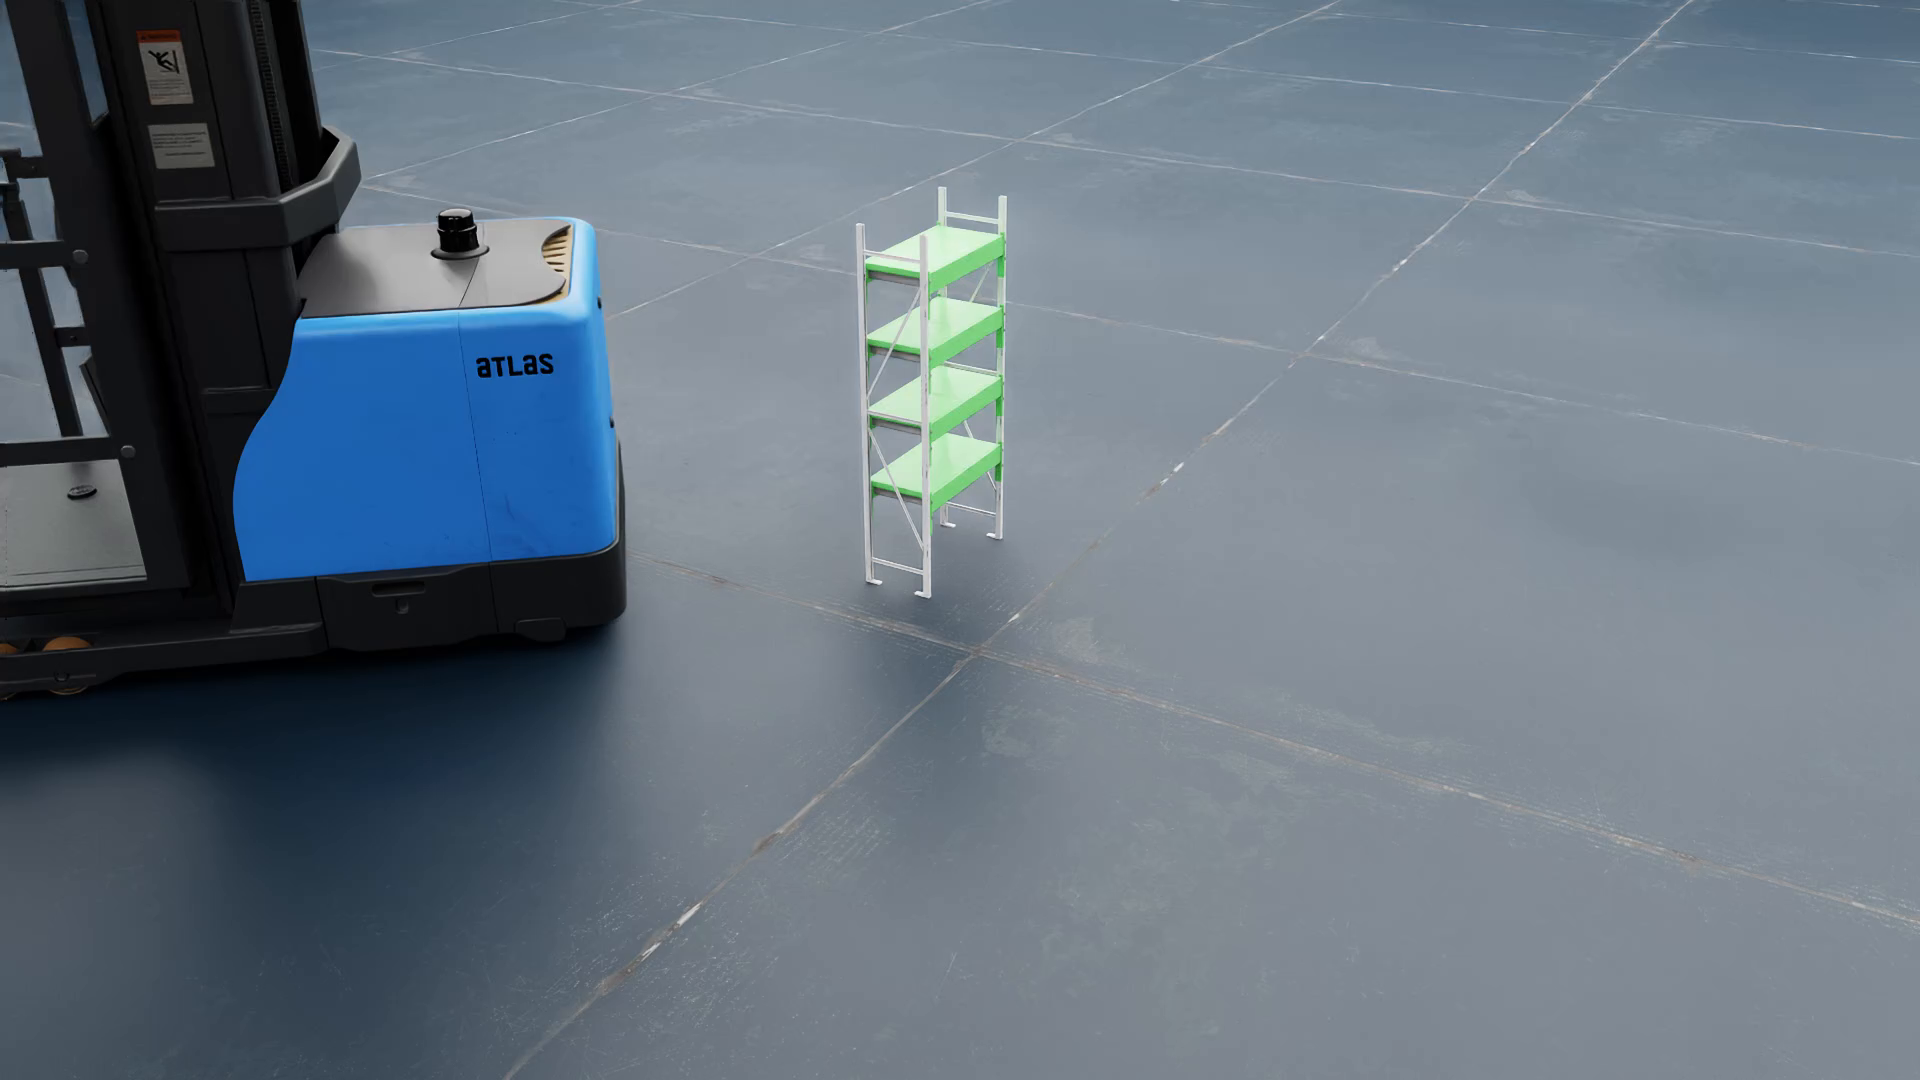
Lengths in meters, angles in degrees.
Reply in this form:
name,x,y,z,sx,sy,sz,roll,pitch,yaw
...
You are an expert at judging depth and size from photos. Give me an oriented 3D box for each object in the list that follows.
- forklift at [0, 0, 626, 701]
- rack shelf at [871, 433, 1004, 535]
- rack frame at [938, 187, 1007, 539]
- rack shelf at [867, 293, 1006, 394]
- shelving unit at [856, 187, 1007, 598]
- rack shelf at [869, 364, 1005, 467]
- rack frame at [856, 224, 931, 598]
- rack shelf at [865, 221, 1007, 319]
name,x,y,z,sx,sy,sz,roll,pitch,yaw
forklift,-2.605,-1.100,4.673,3.031,2.935,1.130,-5,27,-9
rack shelf,-0.081,-0.200,5.489,0.258,0.148,0.480,14,30,26
rack frame,0.039,-0.567,5.543,0.240,1.200,0.015,14,30,26
rack shelf,-0.081,-0.629,5.274,0.258,0.148,0.480,14,30,26
shelving unit,-0.081,-0.472,5.353,0.258,1.200,0.503,14,30,26
rack shelf,-0.081,-0.415,5.381,0.258,0.148,0.480,14,30,26
rack frame,-0.201,-0.377,5.163,0.240,1.200,0.015,14,30,26
rack shelf,-0.081,-0.844,5.166,0.258,0.148,0.480,14,30,26
